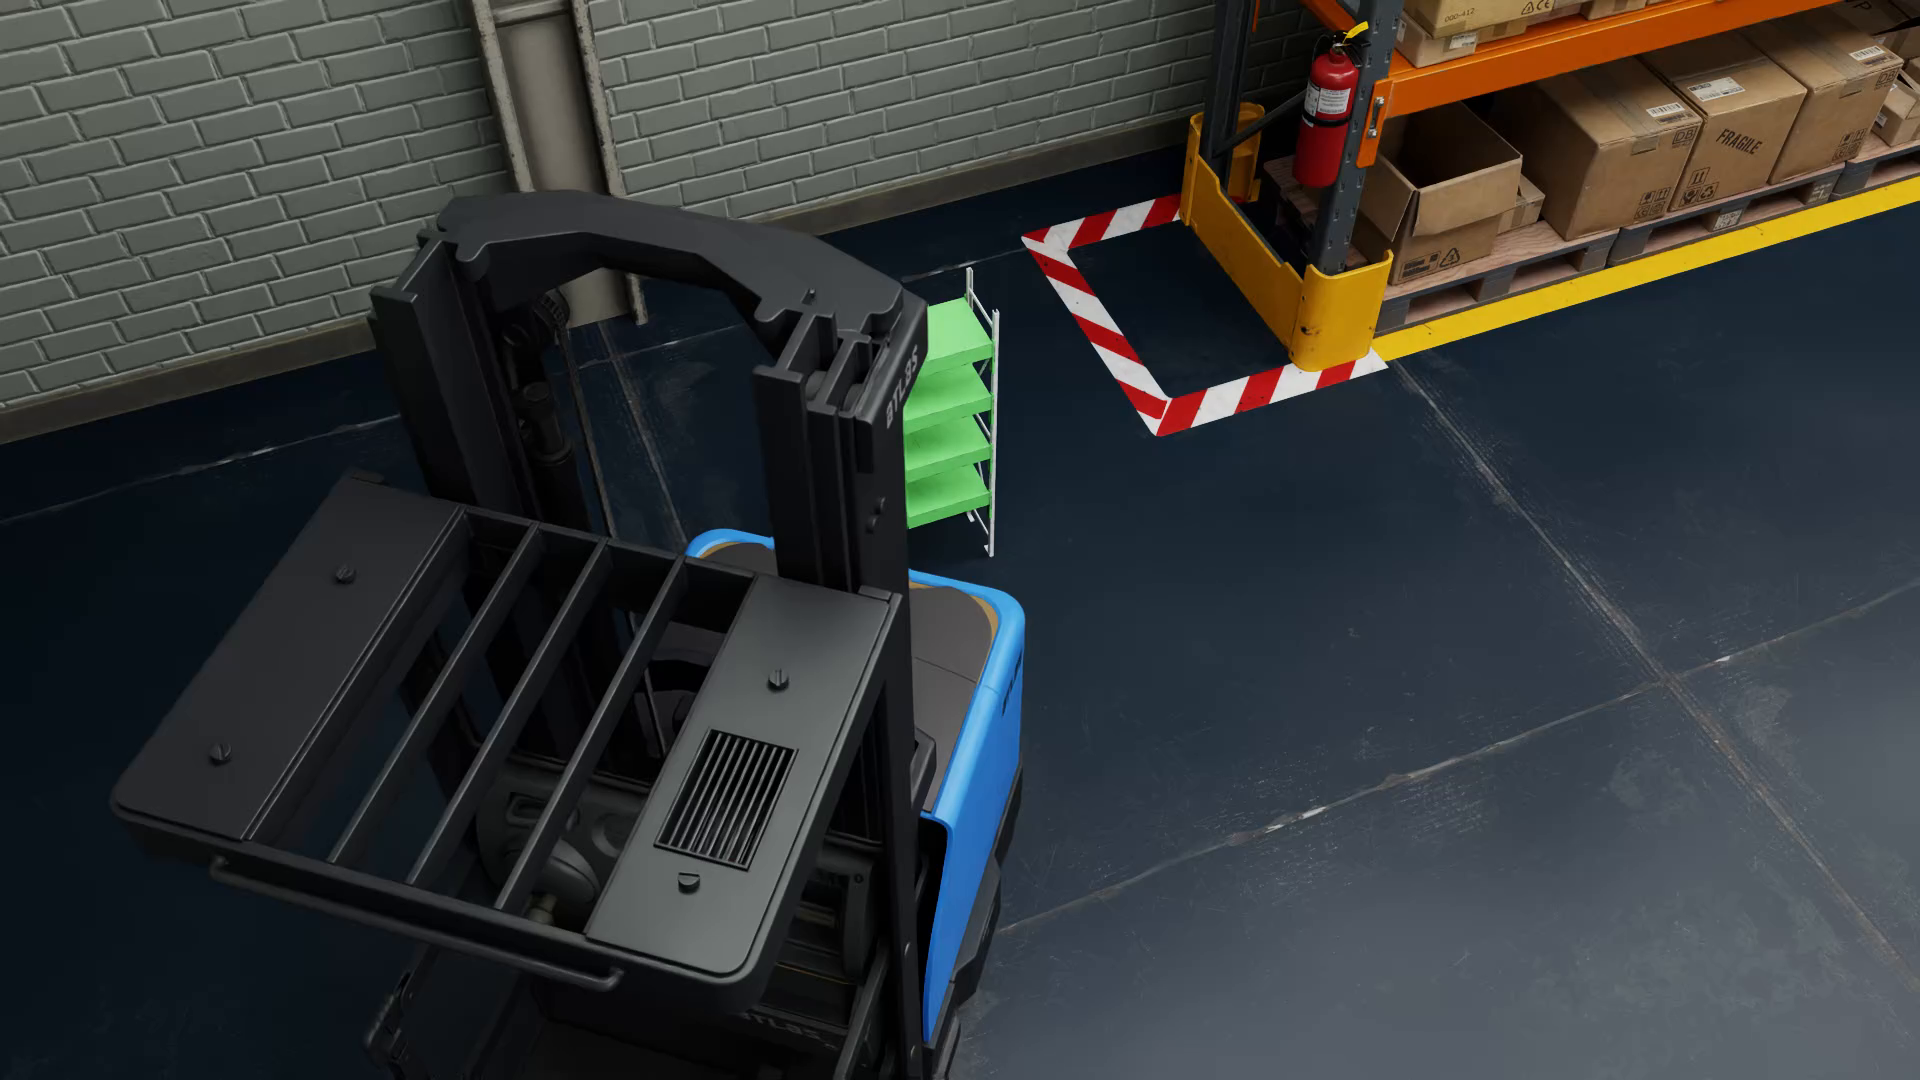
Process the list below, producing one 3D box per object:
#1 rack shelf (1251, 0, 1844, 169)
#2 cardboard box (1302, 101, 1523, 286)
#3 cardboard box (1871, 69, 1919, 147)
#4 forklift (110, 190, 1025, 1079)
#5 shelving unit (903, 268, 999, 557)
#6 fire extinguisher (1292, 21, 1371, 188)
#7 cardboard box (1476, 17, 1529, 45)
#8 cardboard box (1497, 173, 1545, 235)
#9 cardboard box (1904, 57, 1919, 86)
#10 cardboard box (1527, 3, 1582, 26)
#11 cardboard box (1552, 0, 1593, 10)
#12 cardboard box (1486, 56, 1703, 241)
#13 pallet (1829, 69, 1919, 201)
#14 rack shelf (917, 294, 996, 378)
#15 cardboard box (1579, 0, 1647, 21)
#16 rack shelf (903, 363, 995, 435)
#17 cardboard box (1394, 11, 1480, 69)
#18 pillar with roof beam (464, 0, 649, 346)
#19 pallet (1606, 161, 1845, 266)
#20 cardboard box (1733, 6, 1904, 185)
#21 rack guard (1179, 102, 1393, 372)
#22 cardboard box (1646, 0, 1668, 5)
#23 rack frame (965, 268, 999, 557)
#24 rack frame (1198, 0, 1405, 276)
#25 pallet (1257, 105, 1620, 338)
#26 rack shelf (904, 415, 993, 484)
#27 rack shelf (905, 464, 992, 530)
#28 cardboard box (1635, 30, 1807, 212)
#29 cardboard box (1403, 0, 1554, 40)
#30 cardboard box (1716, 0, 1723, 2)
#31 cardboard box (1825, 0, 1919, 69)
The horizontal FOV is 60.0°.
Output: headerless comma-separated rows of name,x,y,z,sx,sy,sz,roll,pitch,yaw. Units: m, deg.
rack shelf,3.129,-2.430,6.834,4.000,0.370,1.077,-17,52,-14
cardboard box,1.880,-1.523,6.950,0.637,0.503,0.797,-19,52,-16
cardboard box,4.246,-2.016,7.529,0.258,0.266,0.396,-16,51,-13
forklift,-0.704,0.871,3.570,1.130,2.935,3.031,13,51,11
shelving unit,-0.153,-0.343,5.754,0.503,1.200,0.258,-17,52,-14
fire extinguisher,1.316,-1.577,5.924,0.183,0.674,0.296,-17,52,-14
cardboard box,1.904,-2.016,6.170,0.250,0.149,0.380,-16,51,-13
cardboard box,2.288,-1.502,7.165,0.250,0.149,0.380,-19,52,-16
cardboard box,4.576,-2.080,7.662,0.250,0.149,0.380,-19,52,-15
cardboard box,2.134,-2.116,6.255,0.250,0.149,0.380,-18,52,-15
cardboard box,2.266,-2.225,6.086,0.500,0.250,0.500,-17,51,-14
cardboard box,2.686,-1.740,7.138,0.500,0.500,0.700,-15,51,-13
pallet,4.345,-2.133,7.943,1.213,0.211,1.003,-17,52,-14
rack shelf,-0.153,-0.614,5.438,0.480,0.148,0.258,-17,52,-14
cardboard box,2.391,-2.145,6.281,0.250,0.149,0.380,-16,51,-13
rack shelf,-0.153,-0.458,5.620,0.480,0.148,0.258,-17,52,-14
cardboard box,1.686,-1.911,6.079,0.250,0.149,0.380,-18,52,-15
pillar with roof beam,0.069,-0.881,1.075,0.400,9.000,9.100,-17,52,-14
pallet,3.214,-1.780,7.640,1.213,0.211,1.003,-17,52,-14
cardboard box,3.647,-2.038,7.394,0.500,0.500,0.700,-19,52,-16
rack guard,1.348,-1.298,7.035,0.348,0.500,1.175,-17,52,-14
cardboard box,2.635,-2.225,6.350,0.250,0.149,0.380,-16,51,-14
rack frame,0.073,-0.413,5.814,0.015,1.200,0.240,-17,52,-14
rack frame,1.278,-2.091,6.068,0.127,3.000,1.000,-17,52,-14
pallet,2.086,-1.433,7.342,1.213,0.211,1.003,-17,52,-14
rack shelf,-0.153,-0.302,5.802,0.480,0.148,0.258,-17,52,-14
rack shelf,-0.153,-0.145,5.985,0.480,0.148,0.258,-17,52,-14
cardboard box,3.213,-1.821,7.208,0.500,0.500,0.500,-16,51,-14
cardboard box,1.800,-2.080,5.962,0.500,0.250,0.500,-17,51,-14
cardboard box,2.897,-2.245,6.367,0.250,0.149,0.380,-19,52,-15
cardboard box,4.280,-2.475,7.894,0.500,0.311,0.500,-16,51,-13
